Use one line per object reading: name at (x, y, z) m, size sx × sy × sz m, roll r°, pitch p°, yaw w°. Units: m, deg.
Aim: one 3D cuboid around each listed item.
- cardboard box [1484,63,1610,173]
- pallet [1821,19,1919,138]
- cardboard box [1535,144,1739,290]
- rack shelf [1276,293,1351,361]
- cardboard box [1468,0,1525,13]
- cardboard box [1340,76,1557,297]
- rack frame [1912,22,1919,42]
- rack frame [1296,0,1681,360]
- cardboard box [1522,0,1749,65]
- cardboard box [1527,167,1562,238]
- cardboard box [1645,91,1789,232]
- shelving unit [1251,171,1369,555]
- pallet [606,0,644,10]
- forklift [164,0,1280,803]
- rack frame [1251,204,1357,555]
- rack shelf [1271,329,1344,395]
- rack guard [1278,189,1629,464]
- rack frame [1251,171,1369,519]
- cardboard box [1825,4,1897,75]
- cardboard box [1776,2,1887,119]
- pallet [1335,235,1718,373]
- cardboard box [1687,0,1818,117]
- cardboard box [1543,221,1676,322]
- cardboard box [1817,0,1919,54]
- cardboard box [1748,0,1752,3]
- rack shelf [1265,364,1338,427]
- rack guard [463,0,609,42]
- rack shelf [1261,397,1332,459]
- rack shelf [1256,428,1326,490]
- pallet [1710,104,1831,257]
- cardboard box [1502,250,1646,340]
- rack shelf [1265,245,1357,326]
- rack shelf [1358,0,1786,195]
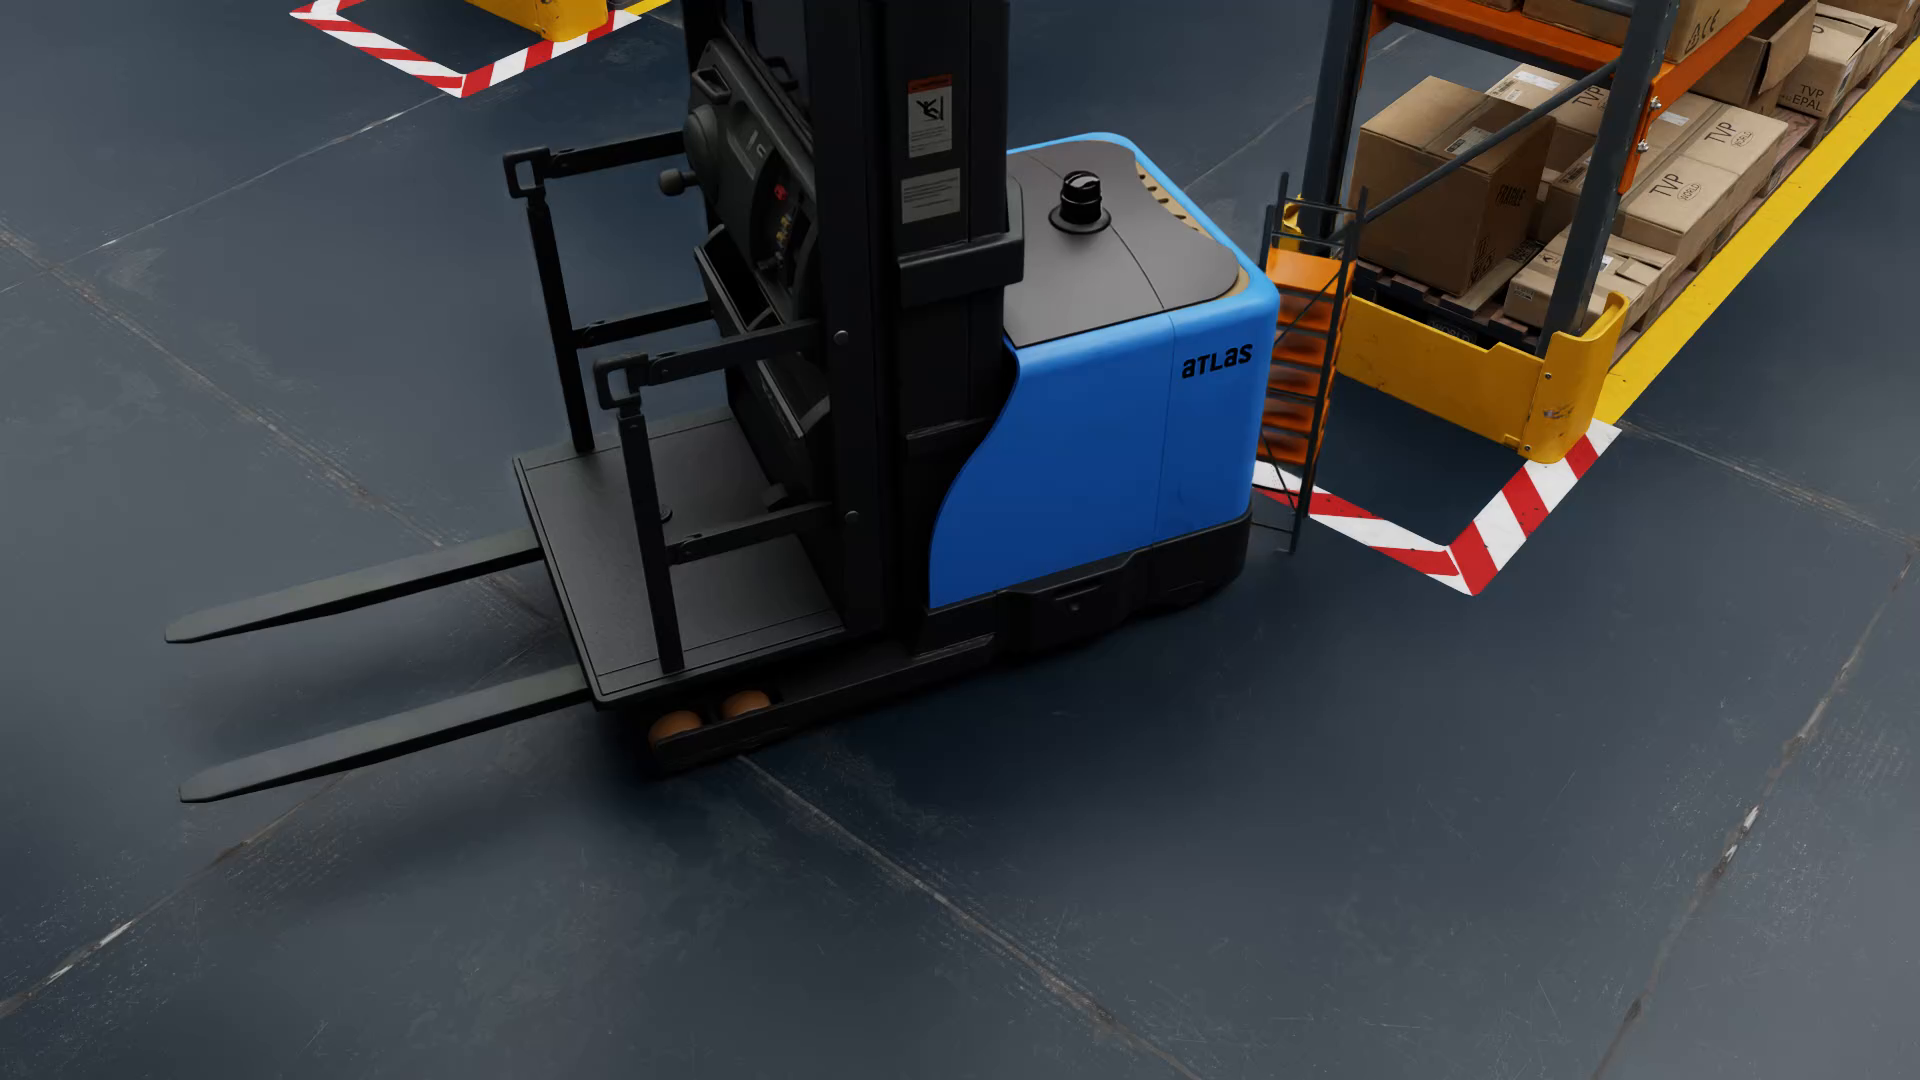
cardboard box at (2.370, -1.654, 6.556) m, size 0.500 × 0.250 × 0.500 m, roll 29°, pitch 50°, yaw 28°
pallet at (3.706, -2.321, 7.645) m, size 1.003 × 0.211 × 1.213 m, roll 29°, pitch 50°, yaw 28°
cardboard box at (2.463, -1.206, 6.064) m, size 0.500 × 0.250 × 0.500 m, roll 29°, pitch 50°, yaw 28°
rack shelf at (0.968, -0.630, 4.760) m, size 0.258 × 0.103 × 0.180 m, roll 14°, pitch 44°, yaw 15°
cardboard box at (1.655, -2.031, 5.180) m, size 0.500 × 0.500 × 0.500 m, roll 31°, pitch 51°, yaw 30°
cardboard box at (1.736, -1.271, 5.949) m, size 0.500 × 0.500 × 0.500 m, roll 29°, pitch 50°, yaw 28°
rack frame at (4.149, -3.706, 7.096) m, size 1.000 × 3.000 × 0.127 m, roll 29°, pitch 50°, yaw 28°
rack frame at (1.575, -1.646, 4.831) m, size 1.000 × 3.000 × 0.127 m, roll 29°, pitch 50°, yaw 28°
cardboard box at (2.062, -1.797, 4.923) m, size 0.500 × 0.500 × 0.500 m, roll 31°, pitch 50°, yaw 29°
cardboard box at (2.066, -1.317, 6.247) m, size 0.380 × 0.166 × 0.250 m, roll 29°, pitch 50°, yaw 28°
cardboard box at (2.785, -1.463, 6.347) m, size 0.500 × 0.250 × 0.500 m, roll 29°, pitch 50°, yaw 28°
shelving unit at (0.968, -0.485, 4.891) m, size 0.258 × 1.200 × 0.189 m, roll 14°, pitch 44°, yaw 15°
pallet at (-1.654, -3.169, 8.578) m, size 1.003 × 0.211 × 1.213 m, roll 29°, pitch 50°, yaw 28°
forklift at (-0.699, -0.861, 4.018) m, size 3.031 × 2.935 × 1.130 m, roll -16°, pitch 45°, yaw -17°
rack frame at (0.936, -0.427, 4.827) m, size 0.240 × 1.200 × 0.006 m, roll 14°, pitch 44°, yaw 15°
rack shelf at (0.968, -0.541, 4.840) m, size 0.258 × 0.103 × 0.180 m, roll 14°, pitch 44°, yaw 15°
rack guard at (1.624, -0.760, 5.714) m, size 1.175 × 0.500 × 0.348 m, roll 29°, pitch 50°, yaw 28°
rack frame at (1.000, -0.542, 4.955) m, size 0.240 × 1.200 × 0.006 m, roll 14°, pitch 44°, yaw 15°
cardboard box at (3.804, -2.178, 7.208) m, size 0.380 × 0.149 × 0.250 m, roll 29°, pitch 50°, yaw 28°
cardboard box at (3.517, -2.071, 6.970) m, size 0.500 × 0.311 × 0.500 m, roll 29°, pitch 50°, yaw 28°
pallet at (2.136, -1.064, 6.264) m, size 1.003 × 0.211 × 1.213 m, roll 29°, pitch 50°, yaw 28°
cardboard box at (2.944, -1.975, 6.721) m, size 0.797 × 0.503 × 0.637 m, roll 29°, pitch 50°, yaw 28°
cardboard box at (2.268, -0.956, 5.851) m, size 0.380 × 0.166 × 0.250 m, roll 29°, pitch 50°, yaw 28°
cardboard box at (3.999, -2.527, 7.331) m, size 0.500 × 0.500 × 0.500 m, roll 29°, pitch 50°, yaw 28°
cardboard box at (2.390, -2.065, 5.217) m, size 0.500 × 0.500 × 0.500 m, roll 29°, pitch 50°, yaw 28°
rack shelf at (0.968, -0.452, 4.921) m, size 0.258 × 0.103 × 0.180 m, roll 14°, pitch 44°, yaw 15°
rack guard at (-2.220, -2.850, 8.012) m, size 1.175 × 0.500 × 0.348 m, roll 29°, pitch 50°, yaw 28°
rack shelf at (0.968, -0.363, 5.001) m, size 0.258 × 0.103 × 0.180 m, roll 14°, pitch 44°, yaw 15°
rack shelf at (0.968, -0.274, 5.082) m, size 0.258 × 0.103 × 0.180 m, roll 14°, pitch 44°, yaw 15°
pallet at (2.921, -1.690, 6.951) m, size 1.003 × 0.211 × 1.213 m, roll 29°, pitch 50°, yaw 28°
cardboard box at (2.107, -0.821, 5.715) m, size 0.380 × 0.149 × 0.250 m, roll 29°, pitch 50°, yaw 28°
rack shelf at (0.968, -0.719, 4.679) m, size 0.258 × 0.103 × 0.180 m, roll 14°, pitch 44°, yaw 15°
rack shelf at (2.862, -2.410, 6.205) m, size 1.077 × 0.370 × 4.000 m, roll 29°, pitch 50°, yaw 28°
